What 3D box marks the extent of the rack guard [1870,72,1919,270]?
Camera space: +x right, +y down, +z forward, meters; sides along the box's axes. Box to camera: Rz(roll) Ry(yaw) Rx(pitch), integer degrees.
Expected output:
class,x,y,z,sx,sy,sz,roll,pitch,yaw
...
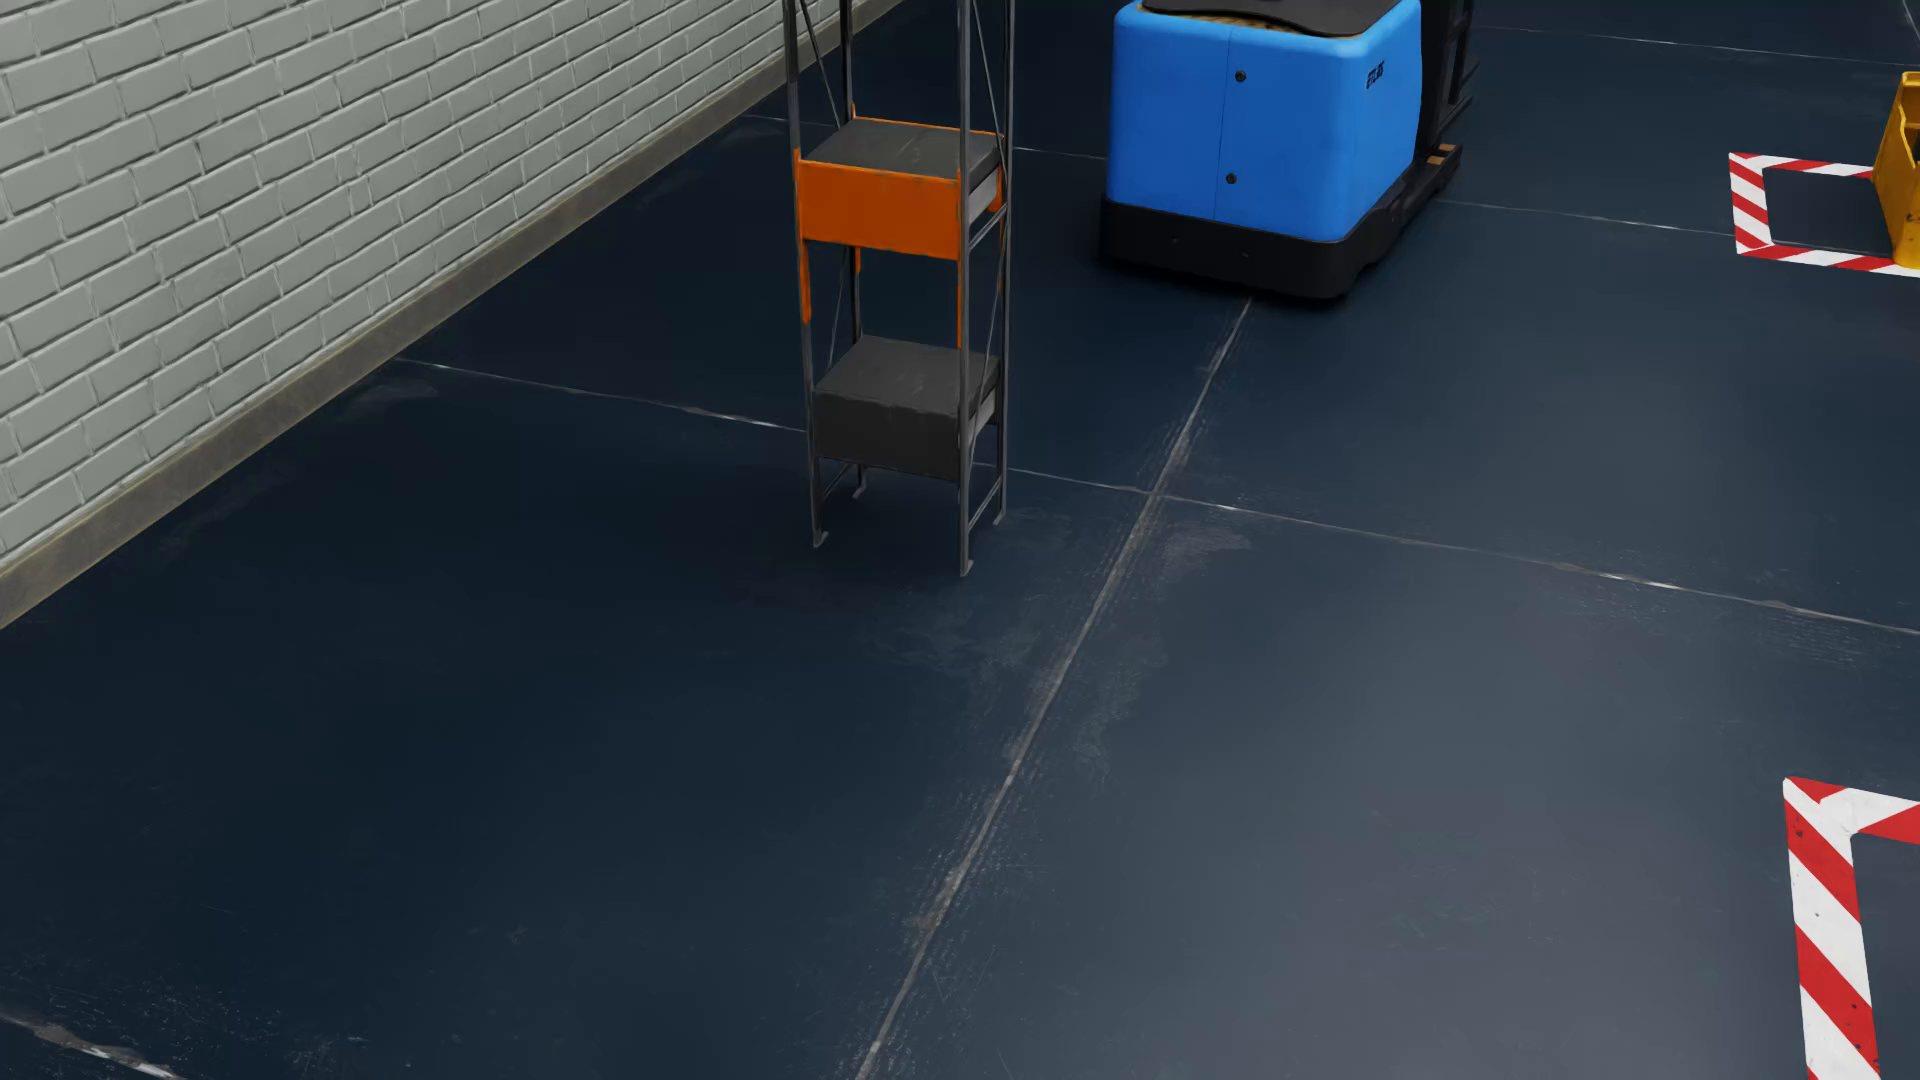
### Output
class,x,y,z,sx,sy,sz,roll,pitch,yaw
rack guard,4.319,-1.633,7.319,0.348,0.500,1.175,11,34,16

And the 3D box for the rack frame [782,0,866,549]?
class,x,y,z,sx,sy,sz,roll,pitch,yaw
rack frame,-0.386,-0.957,4.797,0.015,2.100,0.400,11,34,16

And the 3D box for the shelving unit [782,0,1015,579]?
class,x,y,z,sx,sy,sz,roll,pitch,yaw
shelving unit,-0.156,-0.912,4.727,0.503,2.100,0.431,11,34,16

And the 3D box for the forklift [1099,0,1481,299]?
class,x,y,z,sx,sy,sz,roll,pitch,yaw
forklift,1.732,-2.962,7.135,1.130,2.935,3.031,16,36,24

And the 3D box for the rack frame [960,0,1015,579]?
class,x,y,z,sx,sy,sz,roll,pitch,yaw
rack frame,0.074,-0.868,4.658,0.015,2.100,0.400,11,34,16

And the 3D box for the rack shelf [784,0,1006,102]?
class,x,y,z,sx,sy,sz,roll,pitch,yaw
rack shelf,-0.156,-1.489,4.355,0.480,0.518,0.431,11,34,16

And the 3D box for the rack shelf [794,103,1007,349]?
class,x,y,z,sx,sy,sz,roll,pitch,yaw
rack shelf,-0.156,-0.901,4.735,0.480,0.518,0.431,11,34,16

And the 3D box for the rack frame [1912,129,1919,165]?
class,x,y,z,sx,sy,sz,roll,pitch,yaw
rack frame,4.342,-2.679,6.634,0.127,3.000,1.000,11,34,16

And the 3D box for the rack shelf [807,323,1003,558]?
class,x,y,z,sx,sy,sz,roll,pitch,yaw
rack shelf,-0.156,-0.313,5.114,0.480,0.518,0.431,11,34,16
